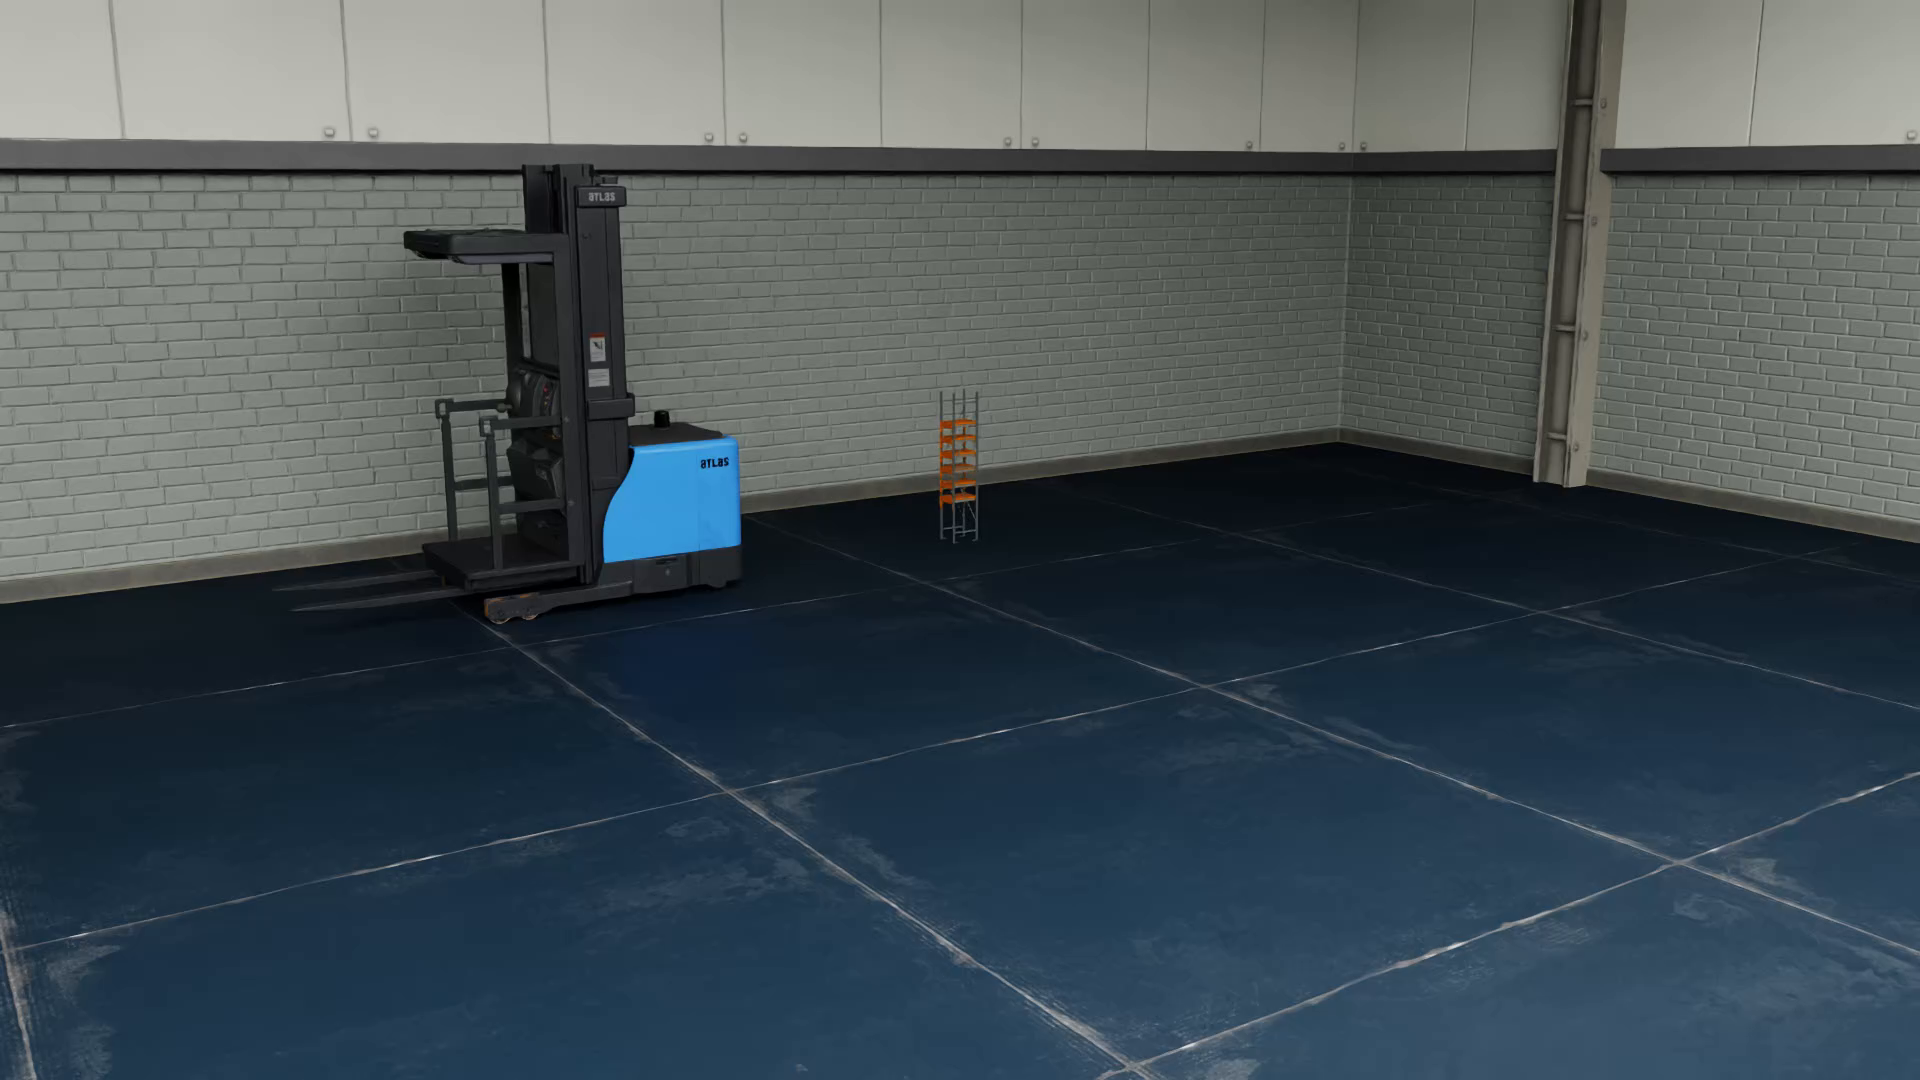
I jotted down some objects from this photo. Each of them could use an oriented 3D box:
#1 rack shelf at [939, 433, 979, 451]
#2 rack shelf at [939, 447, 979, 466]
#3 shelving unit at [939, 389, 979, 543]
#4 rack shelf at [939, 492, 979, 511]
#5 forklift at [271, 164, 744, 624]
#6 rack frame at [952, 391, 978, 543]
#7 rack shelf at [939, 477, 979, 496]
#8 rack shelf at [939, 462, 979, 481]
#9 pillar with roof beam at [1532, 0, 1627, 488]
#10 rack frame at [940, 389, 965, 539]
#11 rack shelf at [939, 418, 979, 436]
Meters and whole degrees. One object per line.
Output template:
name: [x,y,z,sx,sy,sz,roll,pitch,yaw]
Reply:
rack shelf: [-0.008,-0.780,13.204,0.258,0.103,0.180,-8,15,-33]
rack shelf: [-0.008,-0.663,13.229,0.258,0.103,0.180,-8,15,-33]
shelving unit: [-0.008,-0.589,13.245,0.258,1.200,0.189,-8,15,-33]
rack shelf: [-0.008,-0.311,13.306,0.258,0.103,0.180,-8,15,-33]
forklift: [-3.051,-1.011,11.126,3.031,2.935,1.130,-8,15,-32]
rack frame: [0.043,-0.572,13.171,0.240,1.200,0.006,-8,15,-33]
rack shelf: [-0.008,-0.428,13.280,0.258,0.103,0.180,-8,15,-33]
rack shelf: [-0.008,-0.545,13.255,0.258,0.103,0.180,-8,15,-33]
pillar with roof beam: [2.131,-4.429,12.552,9.100,9.000,0.400,-8,15,-33]
rack frame: [-0.059,-0.605,13.320,0.240,1.200,0.006,-8,15,-33]
rack shelf: [-0.008,-0.897,13.178,0.258,0.103,0.180,-8,15,-33]
